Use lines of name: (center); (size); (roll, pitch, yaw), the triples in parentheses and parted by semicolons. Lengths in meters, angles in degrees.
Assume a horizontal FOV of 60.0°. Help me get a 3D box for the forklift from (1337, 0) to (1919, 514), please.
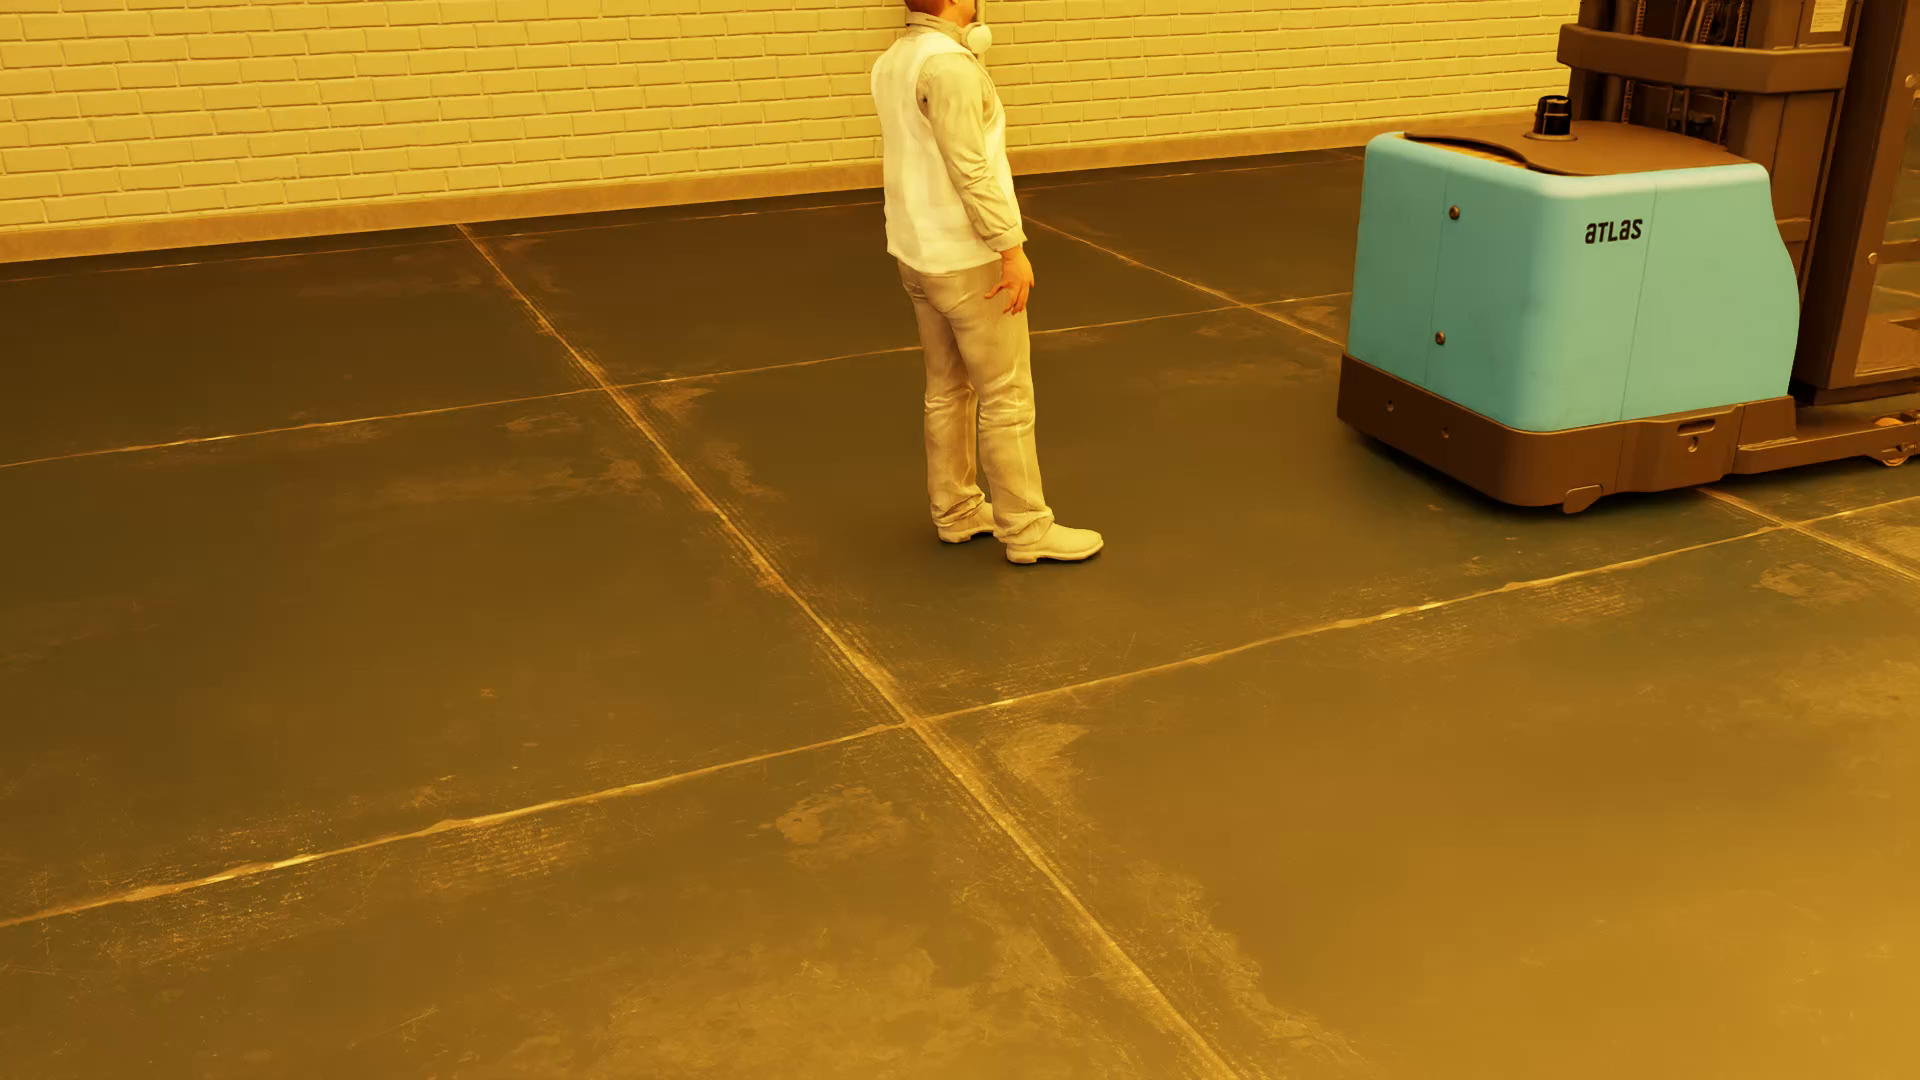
forklift: (2.925, -1.783, 5.579); (3.031, 2.935, 1.130); (-9, 24, -20)

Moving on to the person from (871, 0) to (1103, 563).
person: (0.062, -0.832, 4.779); (0.566, 1.775, 0.626); (-10, 25, -23)
